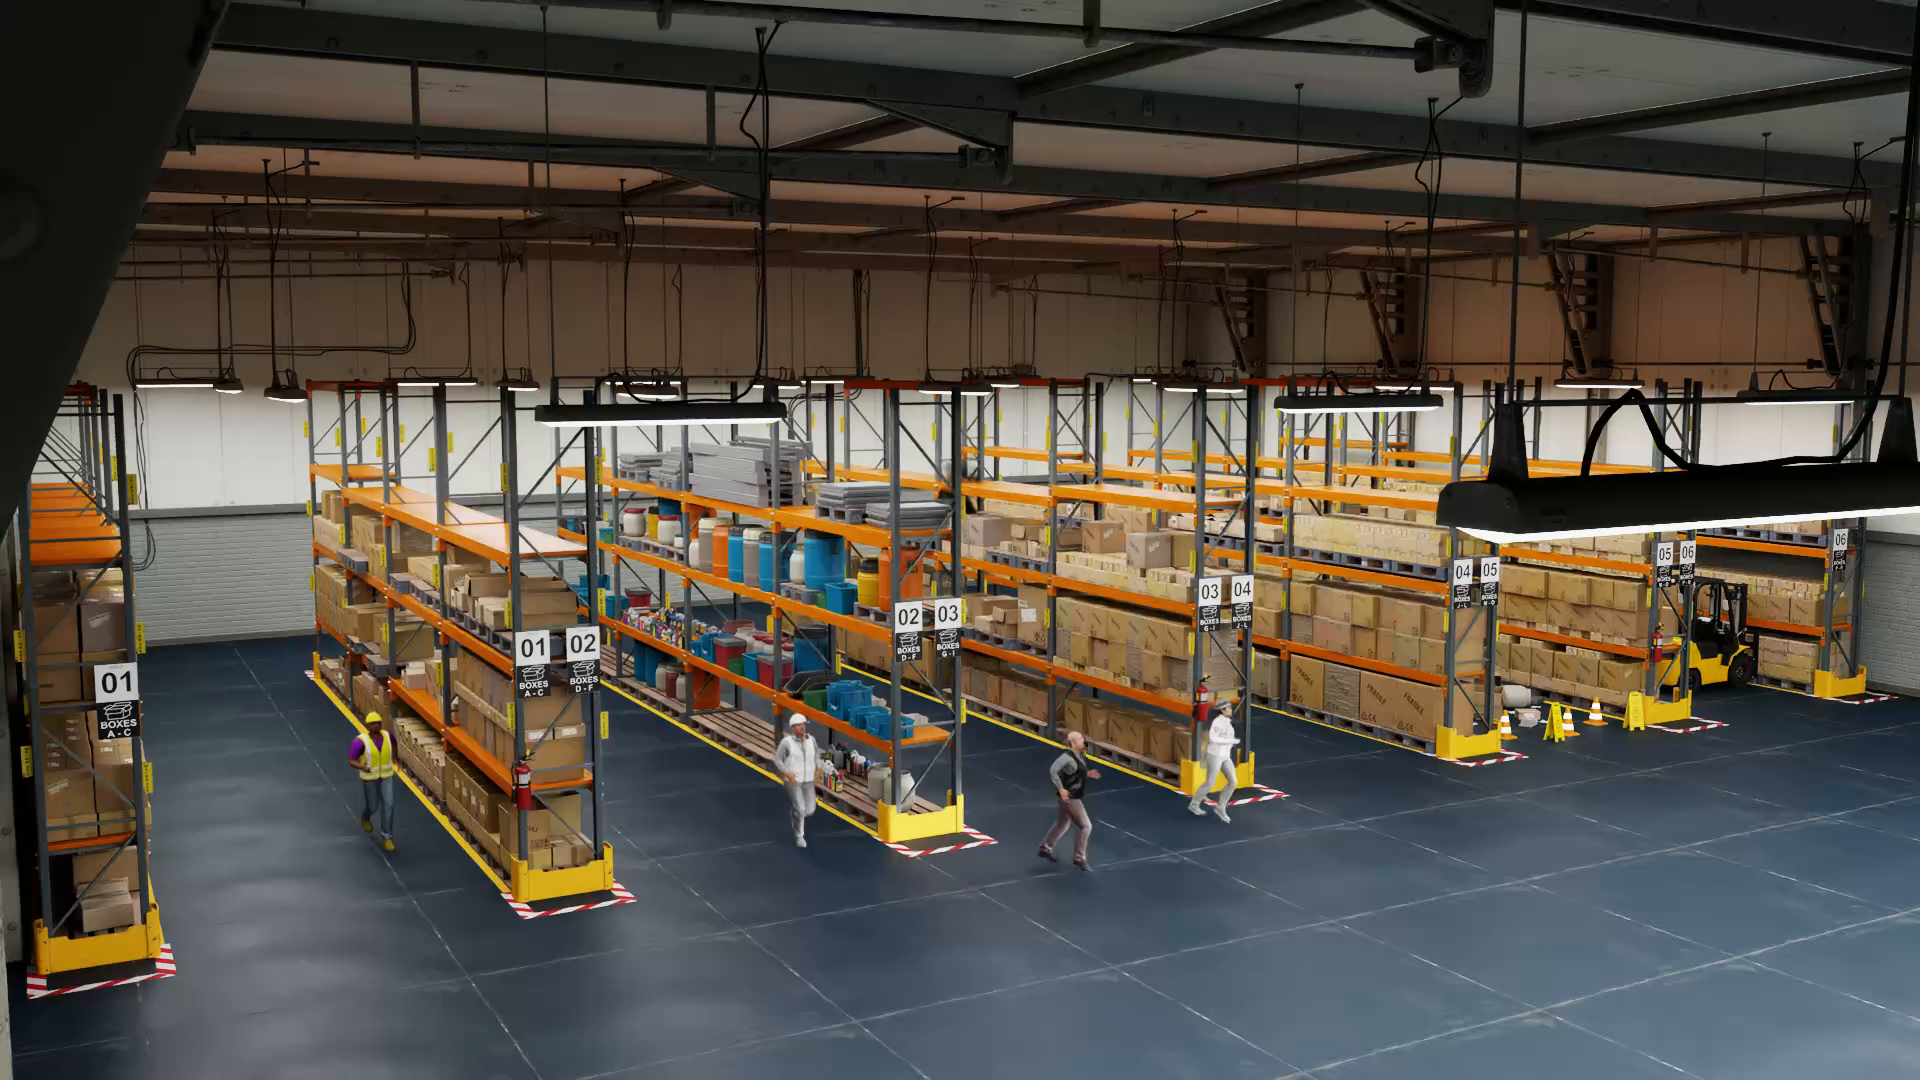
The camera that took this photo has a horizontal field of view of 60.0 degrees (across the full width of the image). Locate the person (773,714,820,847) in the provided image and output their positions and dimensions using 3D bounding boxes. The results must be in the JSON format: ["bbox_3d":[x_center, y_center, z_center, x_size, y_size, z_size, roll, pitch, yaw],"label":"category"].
[{"bbox_3d":[-2.154,3.144,22.005,0.692,1.741,0.611,-4,7,-34],"label":"person"}]

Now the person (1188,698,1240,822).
[{"bbox_3d":[3.626,3.047,23.226,0.689,1.701,0.620,5,8,37],"label":"person"}]

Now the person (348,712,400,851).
[{"bbox_3d":[-7.671,3.131,21.852,0.700,1.772,0.963,-4,7,-36],"label":"person"}]

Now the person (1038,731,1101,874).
[{"bbox_3d":[1.365,3.264,20.844,0.788,1.778,0.651,1,6,10],"label":"person"}]
